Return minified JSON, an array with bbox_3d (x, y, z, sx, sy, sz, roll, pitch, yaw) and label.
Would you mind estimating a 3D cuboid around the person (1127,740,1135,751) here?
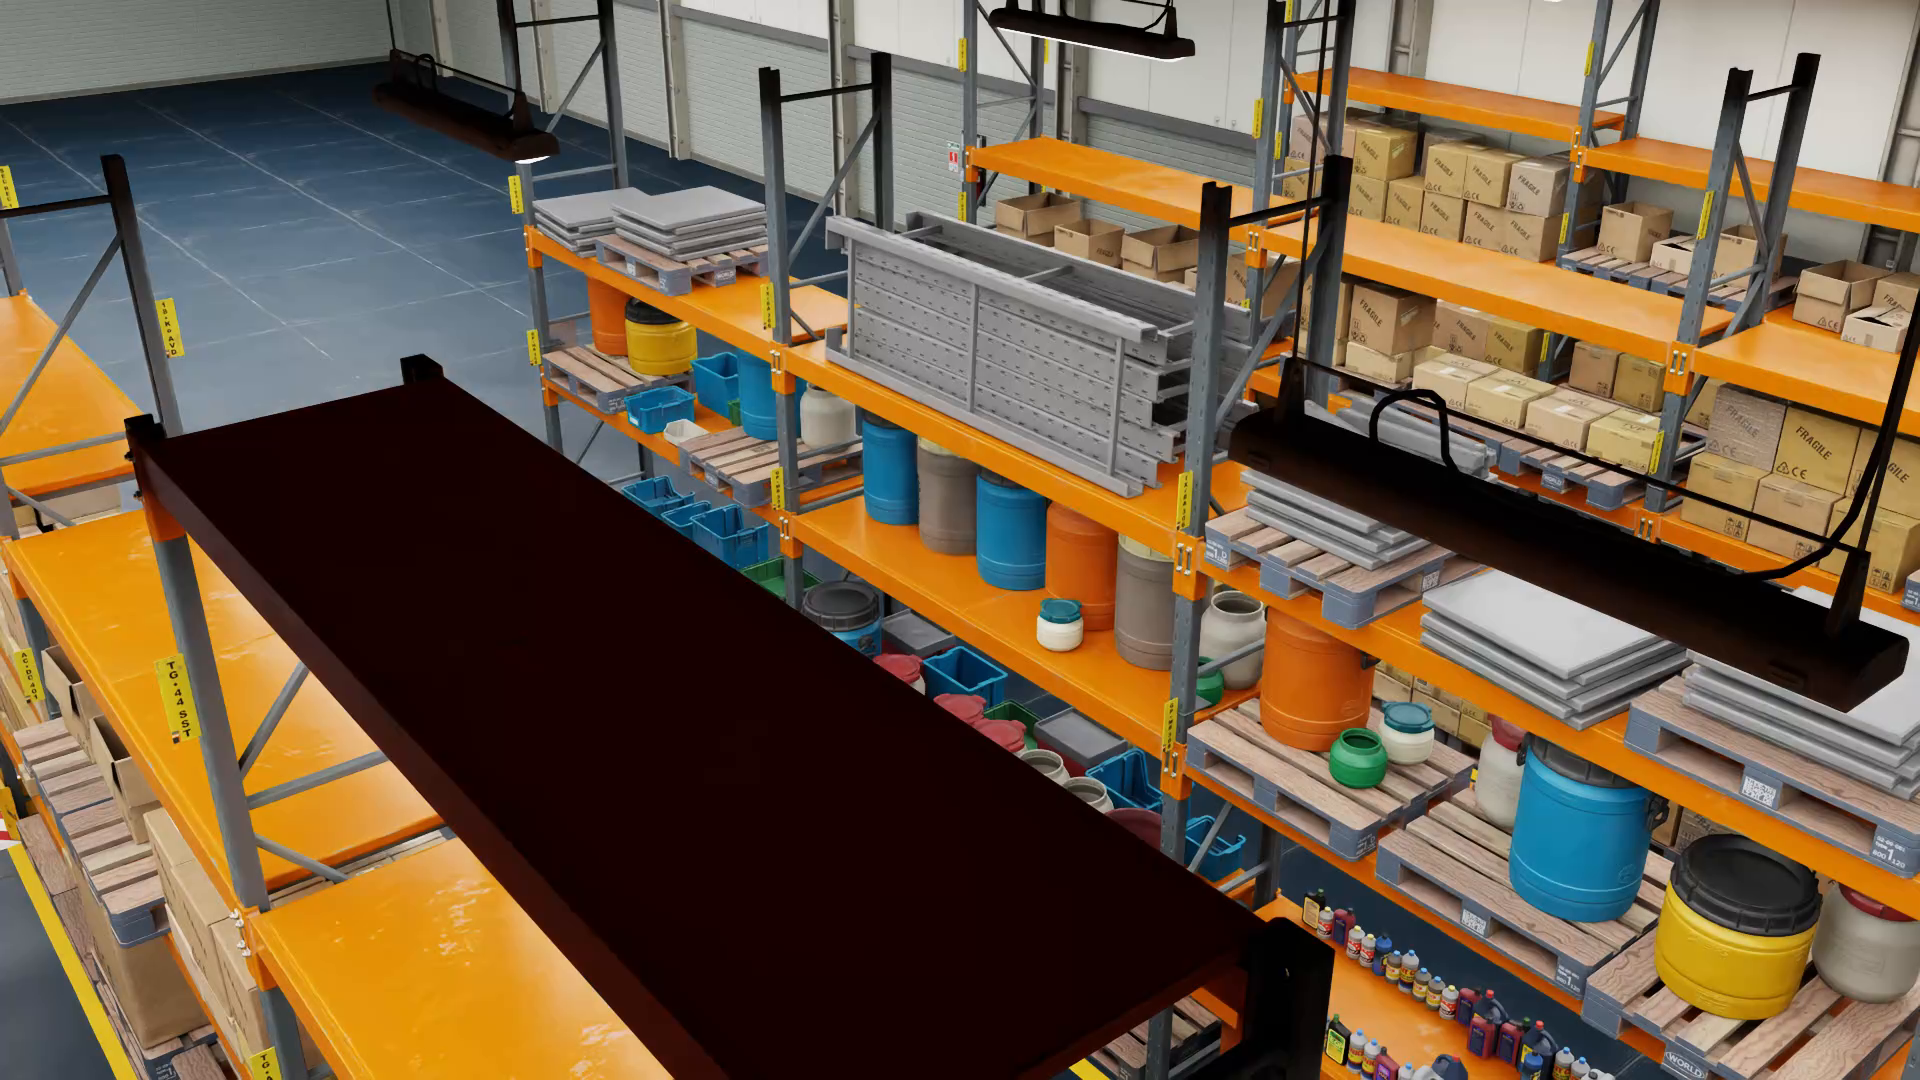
[{"bbox_3d":[1.116,1.431,12.848,0.576,1.591,1.015,-10,28,-20],"label":"person"}]
